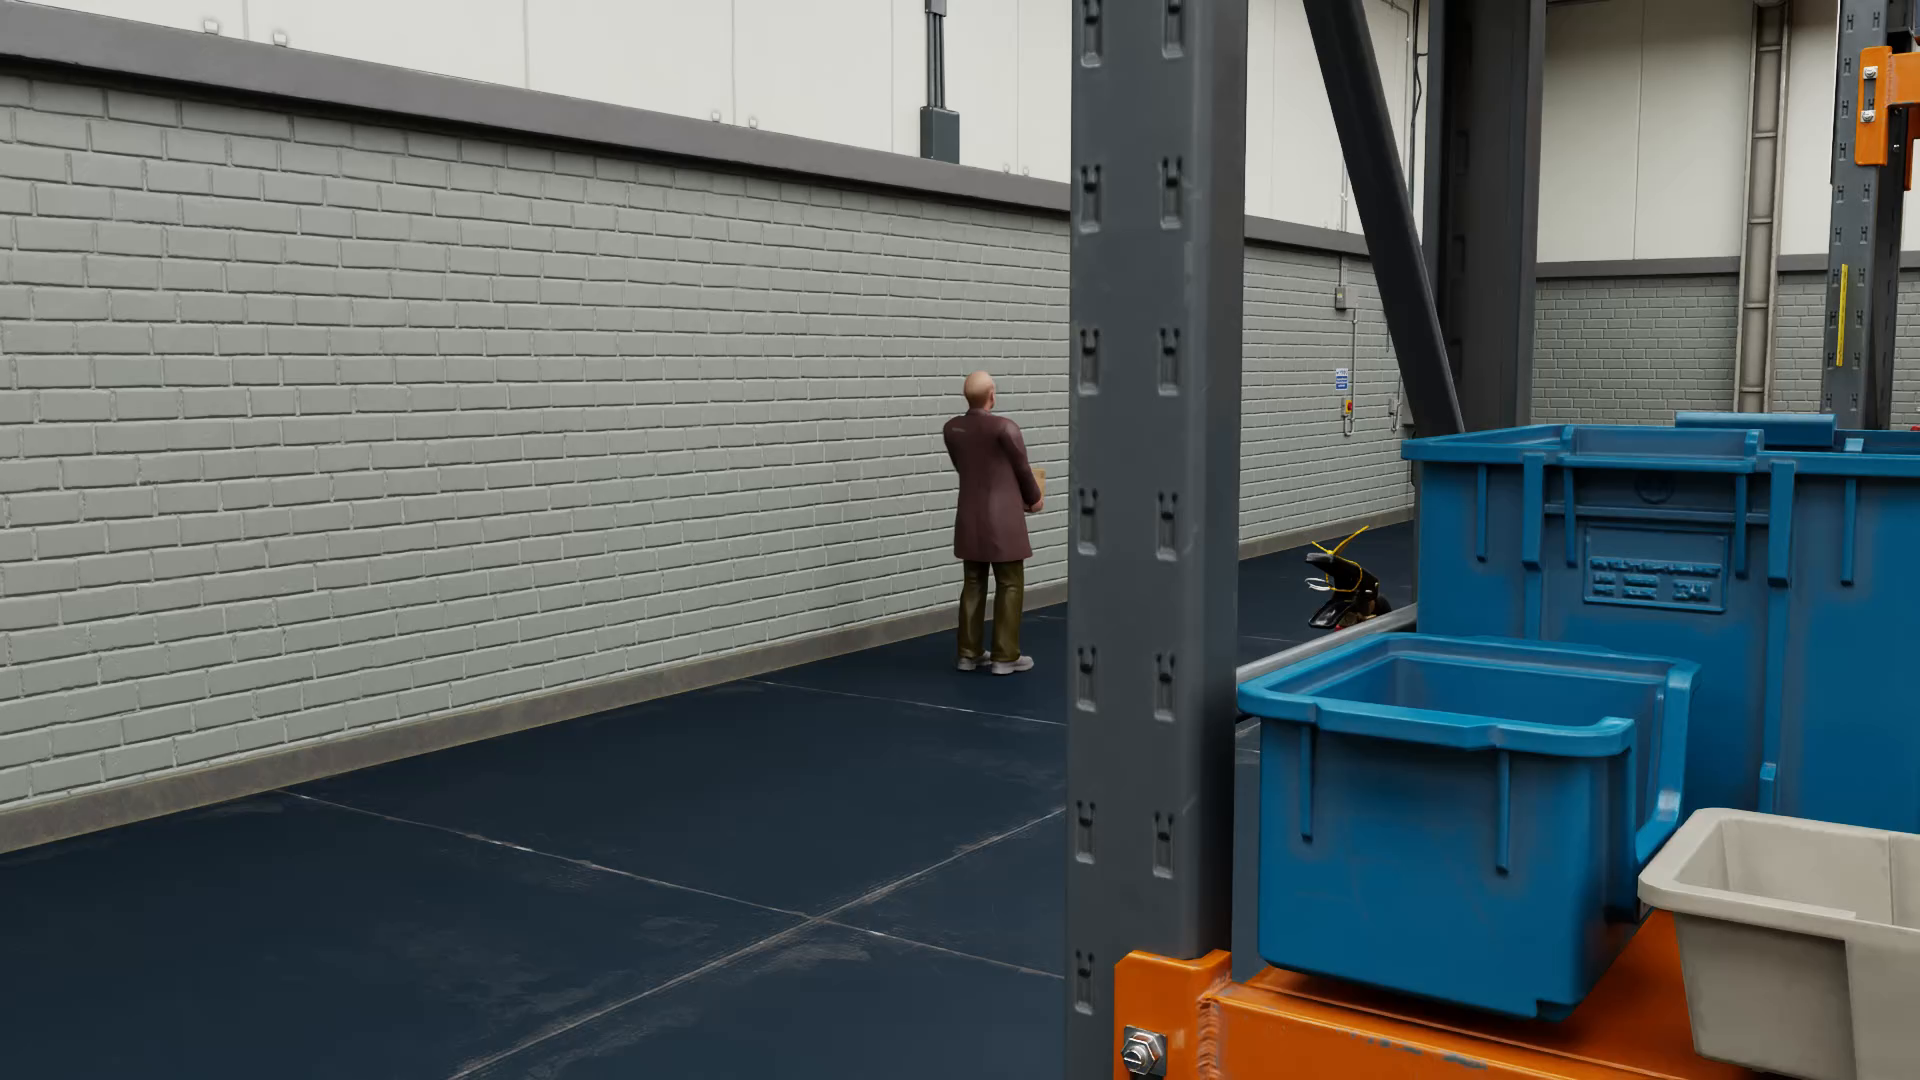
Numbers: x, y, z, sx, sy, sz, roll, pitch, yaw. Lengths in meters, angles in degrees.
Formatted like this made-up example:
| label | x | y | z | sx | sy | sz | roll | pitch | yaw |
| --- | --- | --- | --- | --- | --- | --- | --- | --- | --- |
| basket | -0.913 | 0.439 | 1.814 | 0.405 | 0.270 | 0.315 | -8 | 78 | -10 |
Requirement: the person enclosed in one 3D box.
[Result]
| label | x | y | z | sx | sy | sz | roll | pitch | yaw |
| --- | --- | --- | --- | --- | --- | --- | --- | --- | --- |
| person | 0.225 | -0.116 | 9.862 | 0.530 | 1.769 | 0.555 | 4 | 7 | 34 |
